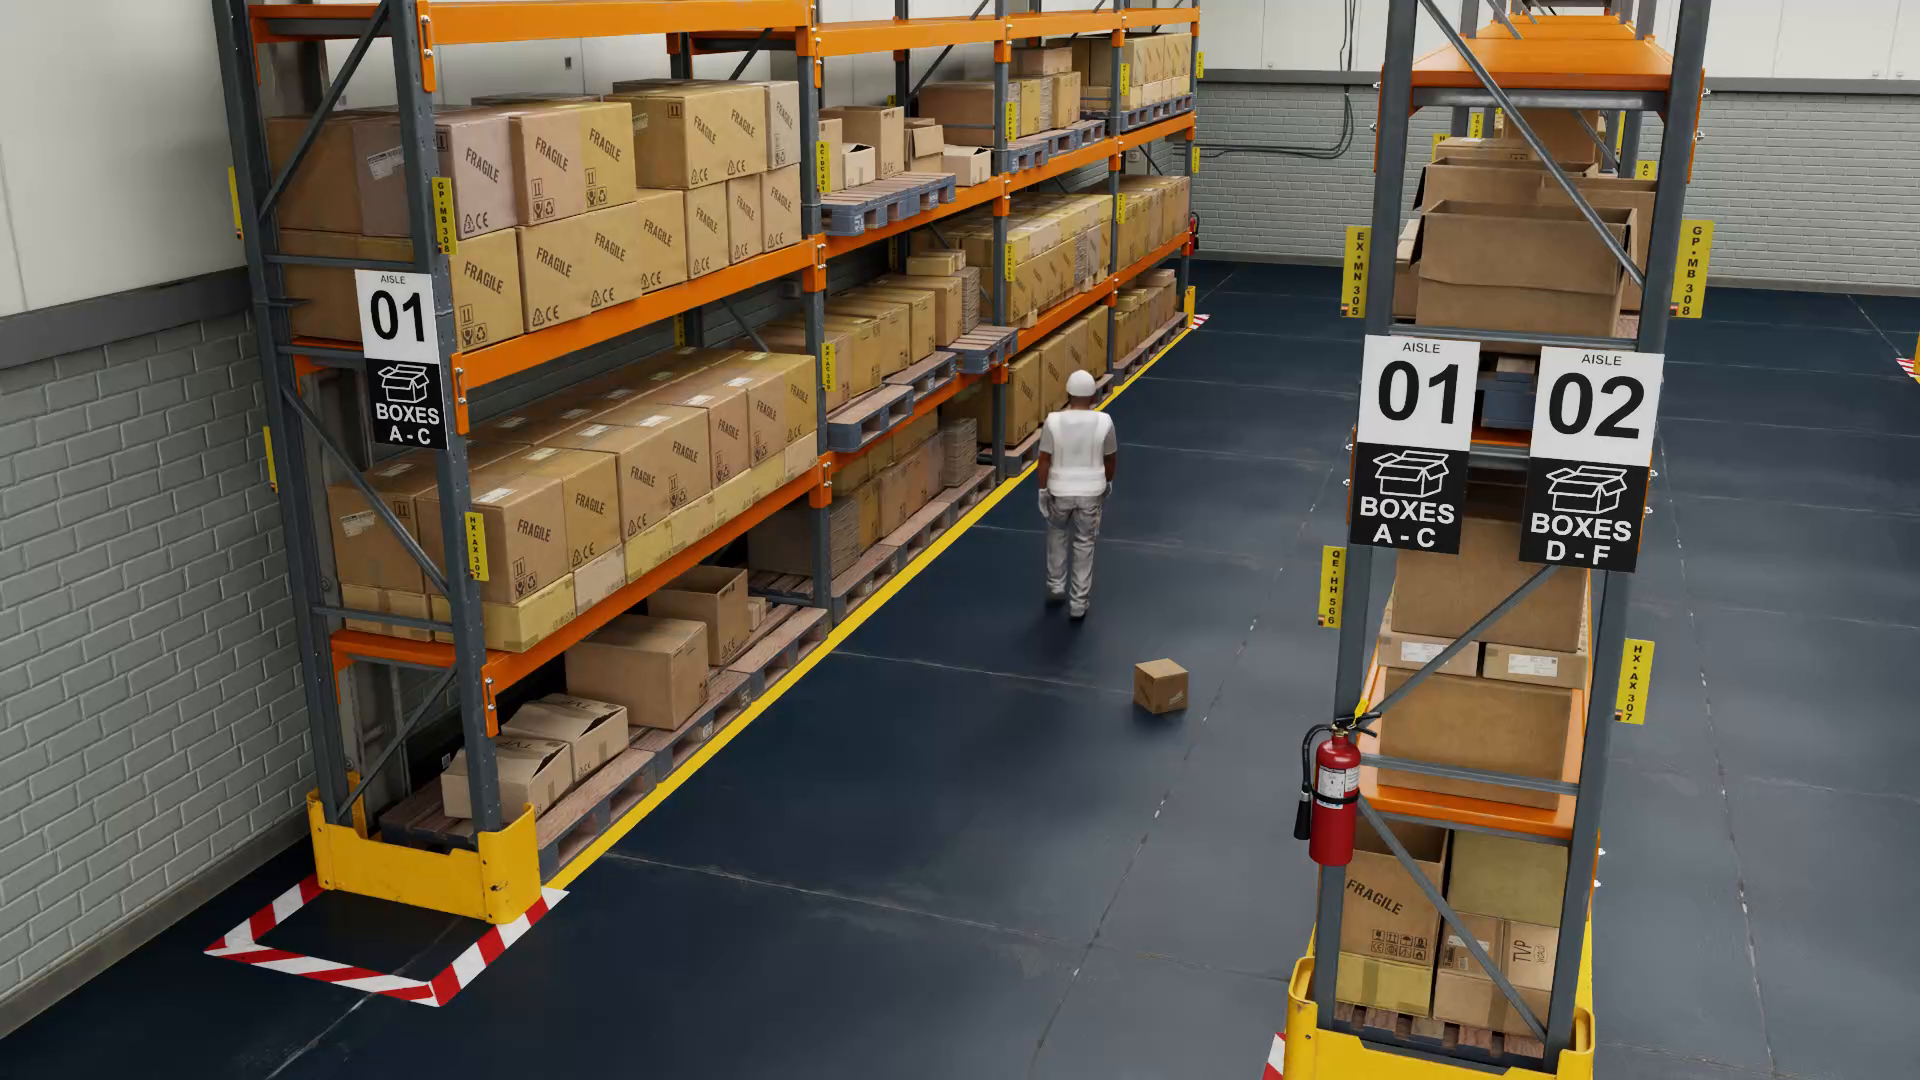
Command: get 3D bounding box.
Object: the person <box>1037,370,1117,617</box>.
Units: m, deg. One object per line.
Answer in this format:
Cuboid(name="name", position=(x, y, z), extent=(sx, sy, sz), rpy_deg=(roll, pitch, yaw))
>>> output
Cuboid(name="person", position=(0.848, -0.341, 12.077), extent=(0.565, 1.835, 0.667), rpy_deg=(2, 19, 5))
